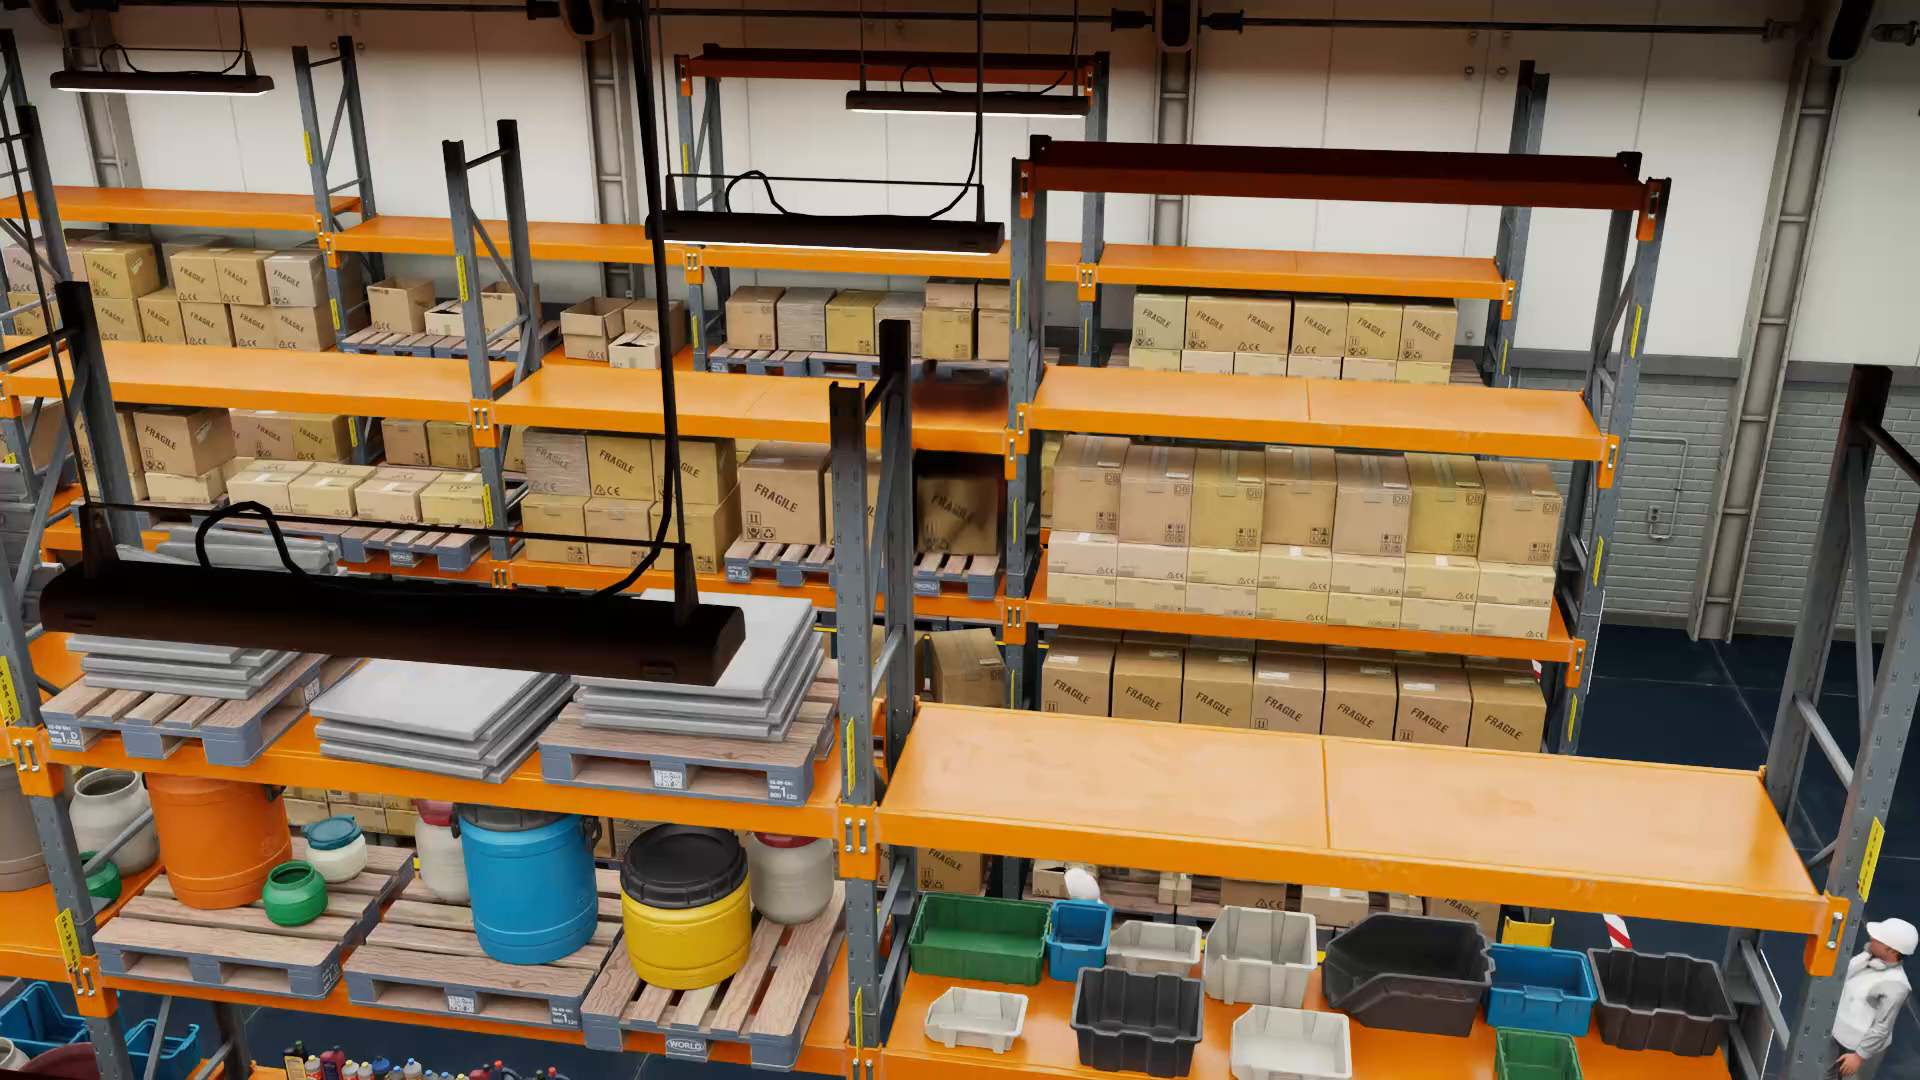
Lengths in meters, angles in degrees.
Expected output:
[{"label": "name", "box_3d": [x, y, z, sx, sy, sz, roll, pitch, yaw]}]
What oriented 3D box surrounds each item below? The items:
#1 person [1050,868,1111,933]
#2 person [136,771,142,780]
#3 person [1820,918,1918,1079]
[{"label": "person", "box_3d": [0.683, 2.926, 11.128, 1.050, 1.726, 0.543, 3, 23, 7]}, {"label": "person", "box_3d": [-6.480, 2.264, 12.985, 0.450, 1.620, 0.315, -5, 24, -12]}, {"label": "person", "box_3d": [5.764, 3.146, 10.629, 0.426, 1.706, 0.532, -5, 24, -13]}]
